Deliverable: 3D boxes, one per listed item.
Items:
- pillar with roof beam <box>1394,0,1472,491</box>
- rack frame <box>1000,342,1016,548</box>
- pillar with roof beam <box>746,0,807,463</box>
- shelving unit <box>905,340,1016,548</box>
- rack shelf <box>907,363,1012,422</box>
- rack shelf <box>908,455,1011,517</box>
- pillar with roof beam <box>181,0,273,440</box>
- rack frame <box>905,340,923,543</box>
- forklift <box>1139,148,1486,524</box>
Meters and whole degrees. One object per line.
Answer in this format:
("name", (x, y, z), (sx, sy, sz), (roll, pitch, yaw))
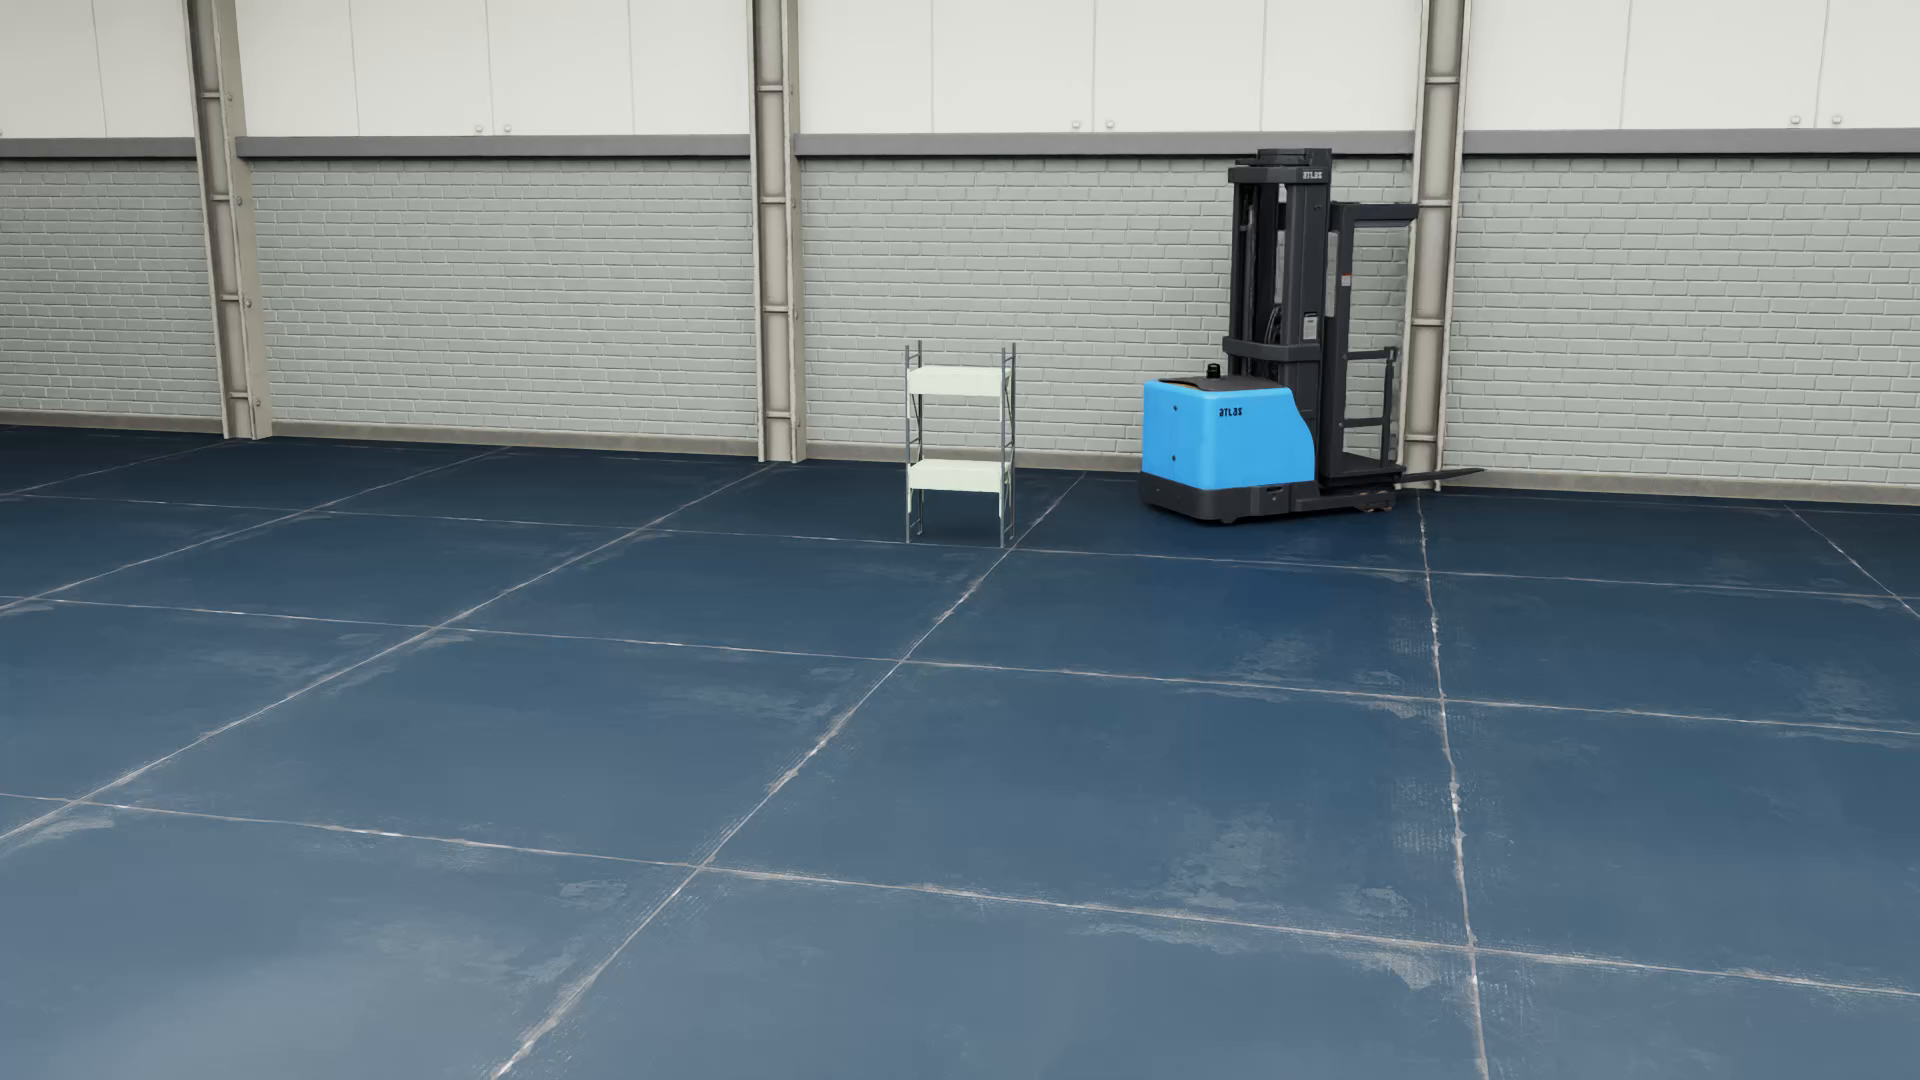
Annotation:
("pillar with roof beam", (3.059, -3.963, 9.821), (0.400, 9.000, 9.100), (3, 13, 14))
("rack frame", (0.362, -0.713, 12.484), (0.023, 1.500, 0.400), (3, 13, 14))
("pillar with roof beam", (-2.766, -4.275, 11.225), (0.400, 9.000, 9.100), (3, 13, 14))
("shelving unit", (0.006, -0.732, 12.570), (0.755, 1.500, 0.431), (3, 13, 14))
("rack shelf", (0.006, -1.113, 12.485), (0.720, 0.370, 0.431), (3, 13, 14))
("rack shelf", (0.006, -0.414, 12.640), (0.720, 0.370, 0.431), (3, 13, 14))
("pillar with roof beam", (-8.591, -4.586, 12.628), (0.400, 9.000, 9.100), (3, 13, 14))
("rack frame", (-0.349, -0.751, 12.655), (0.023, 1.500, 0.400), (3, 13, 14))
("forklift", (3.065, -1.752, 13.865), (3.031, 2.935, 1.130), (-6, 14, -24))
